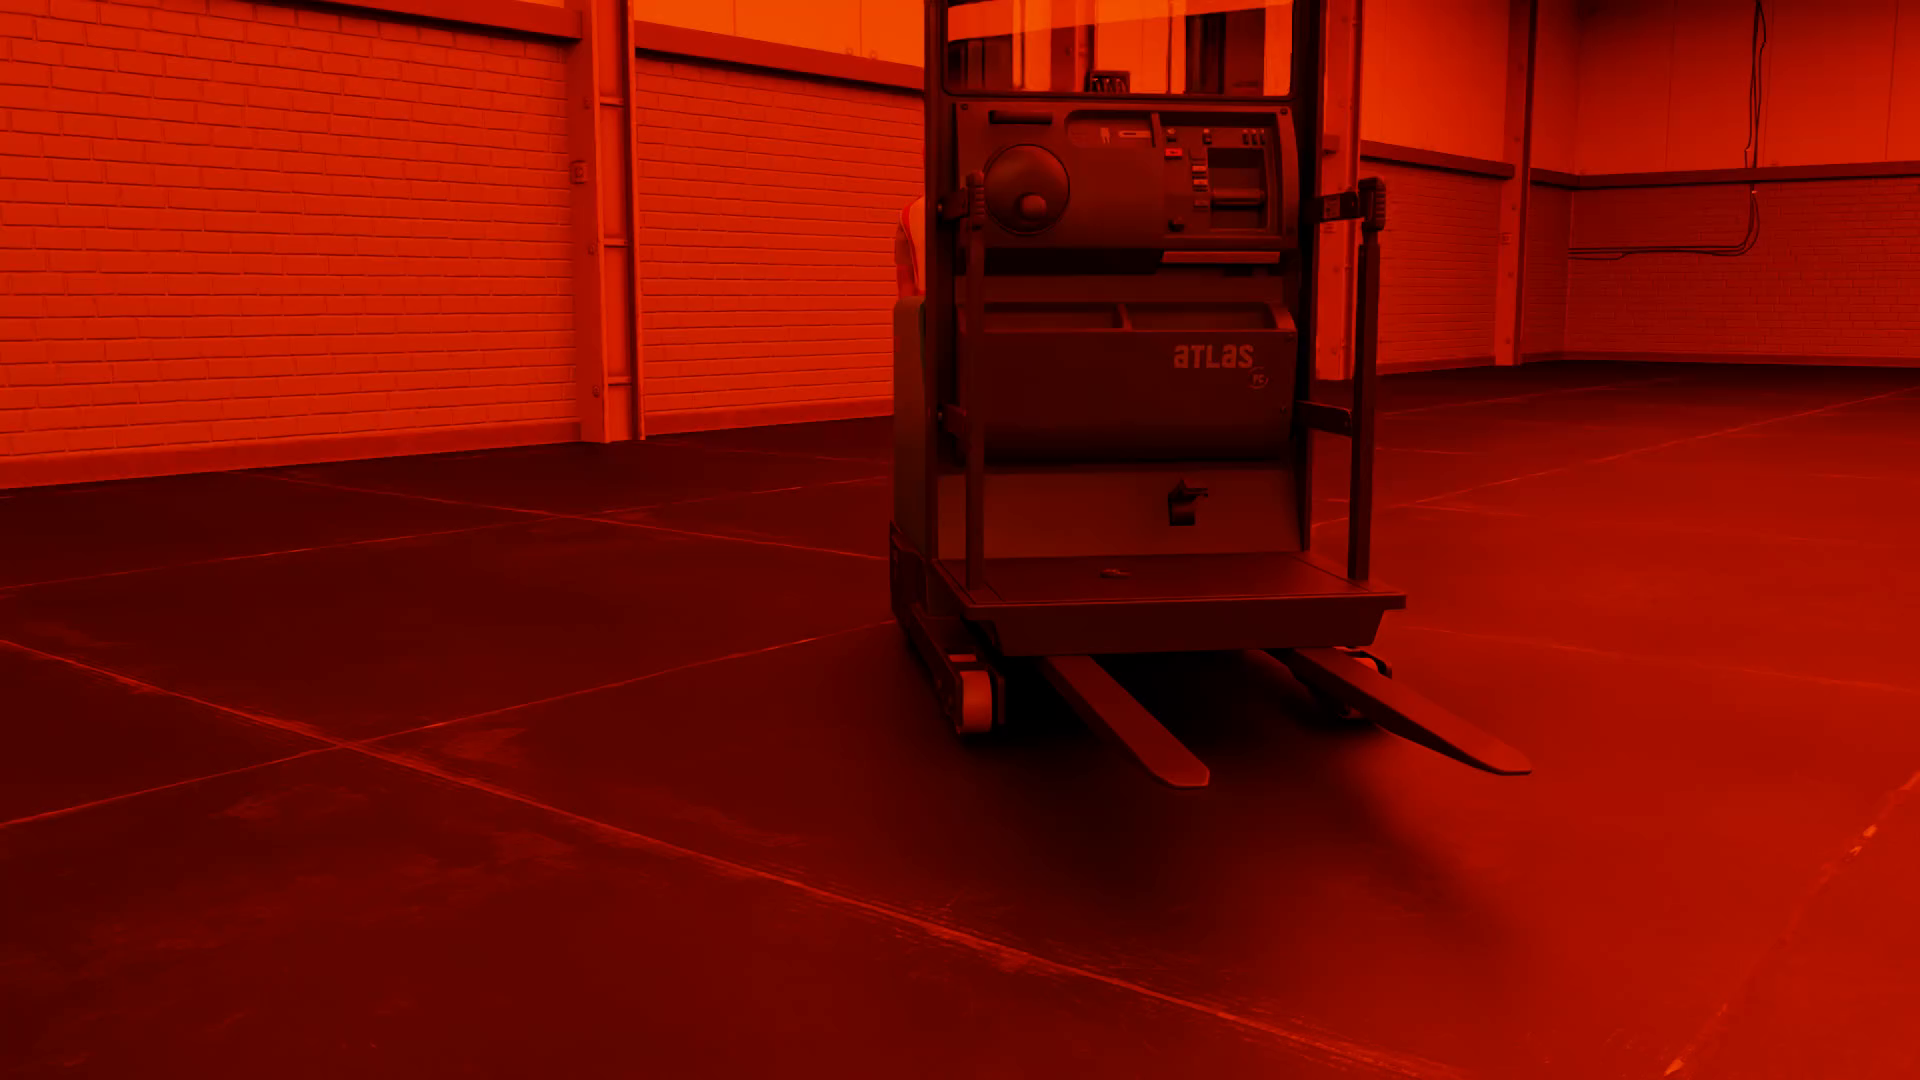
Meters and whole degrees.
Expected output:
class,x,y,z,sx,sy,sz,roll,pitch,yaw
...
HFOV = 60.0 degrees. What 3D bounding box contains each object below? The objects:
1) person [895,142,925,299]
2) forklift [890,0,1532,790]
class,x,y,z,sx,sy,sz,roll,pitch,yaw
person,0.060,-0.900,7.329,0.637,1.790,0.562,7,11,38
forklift,0.485,-1.021,4.262,1.130,2.935,3.031,-1,8,-8
